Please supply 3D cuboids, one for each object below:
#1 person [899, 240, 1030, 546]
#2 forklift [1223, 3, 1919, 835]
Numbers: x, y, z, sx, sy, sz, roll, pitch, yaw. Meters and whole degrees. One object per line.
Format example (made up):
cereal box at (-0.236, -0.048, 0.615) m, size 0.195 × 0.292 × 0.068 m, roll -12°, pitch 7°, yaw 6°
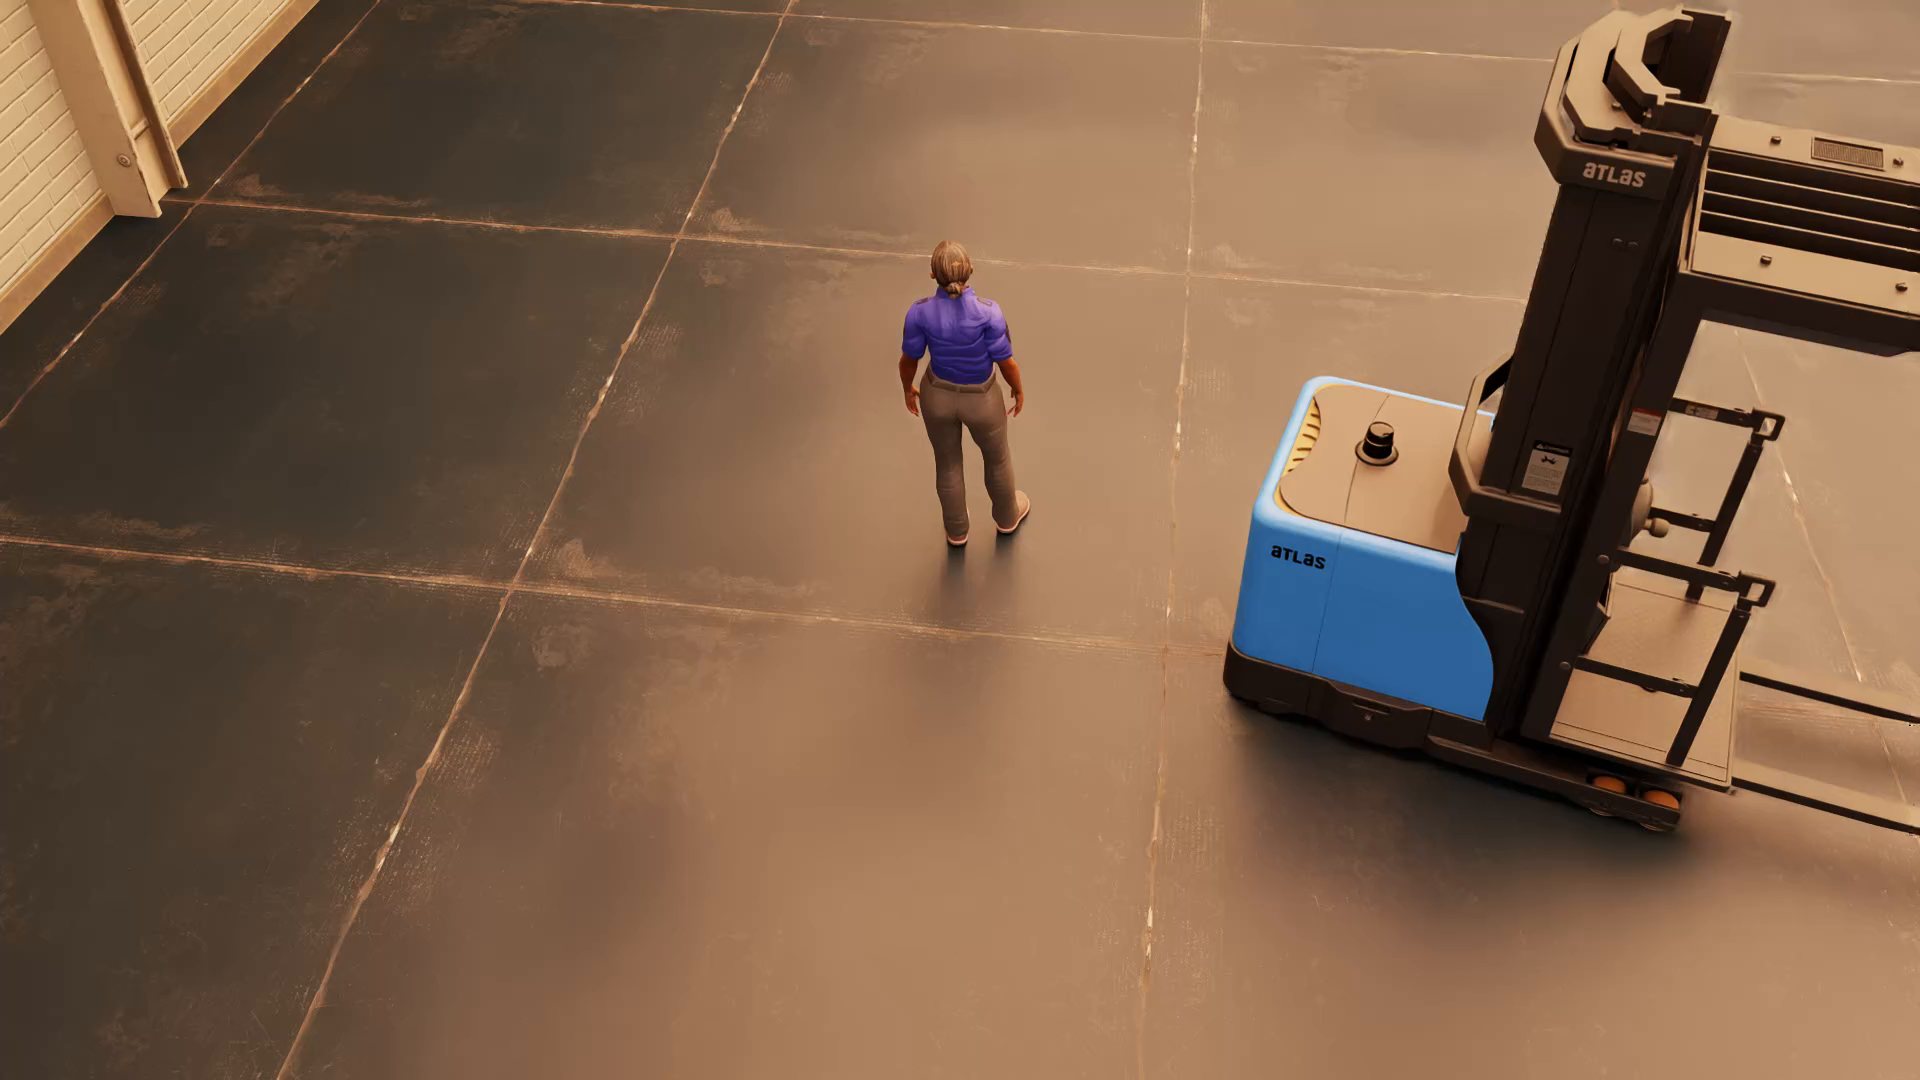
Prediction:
person at (0.032, -0.671, 7.388) m, size 0.569 × 1.654 × 0.504 m, roll 5°, pitch 43°, yaw 6°
forklift at (2.697, -0.331, 6.085) m, size 3.031 × 2.935 × 1.130 m, roll 15°, pitch 45°, yaw 16°
